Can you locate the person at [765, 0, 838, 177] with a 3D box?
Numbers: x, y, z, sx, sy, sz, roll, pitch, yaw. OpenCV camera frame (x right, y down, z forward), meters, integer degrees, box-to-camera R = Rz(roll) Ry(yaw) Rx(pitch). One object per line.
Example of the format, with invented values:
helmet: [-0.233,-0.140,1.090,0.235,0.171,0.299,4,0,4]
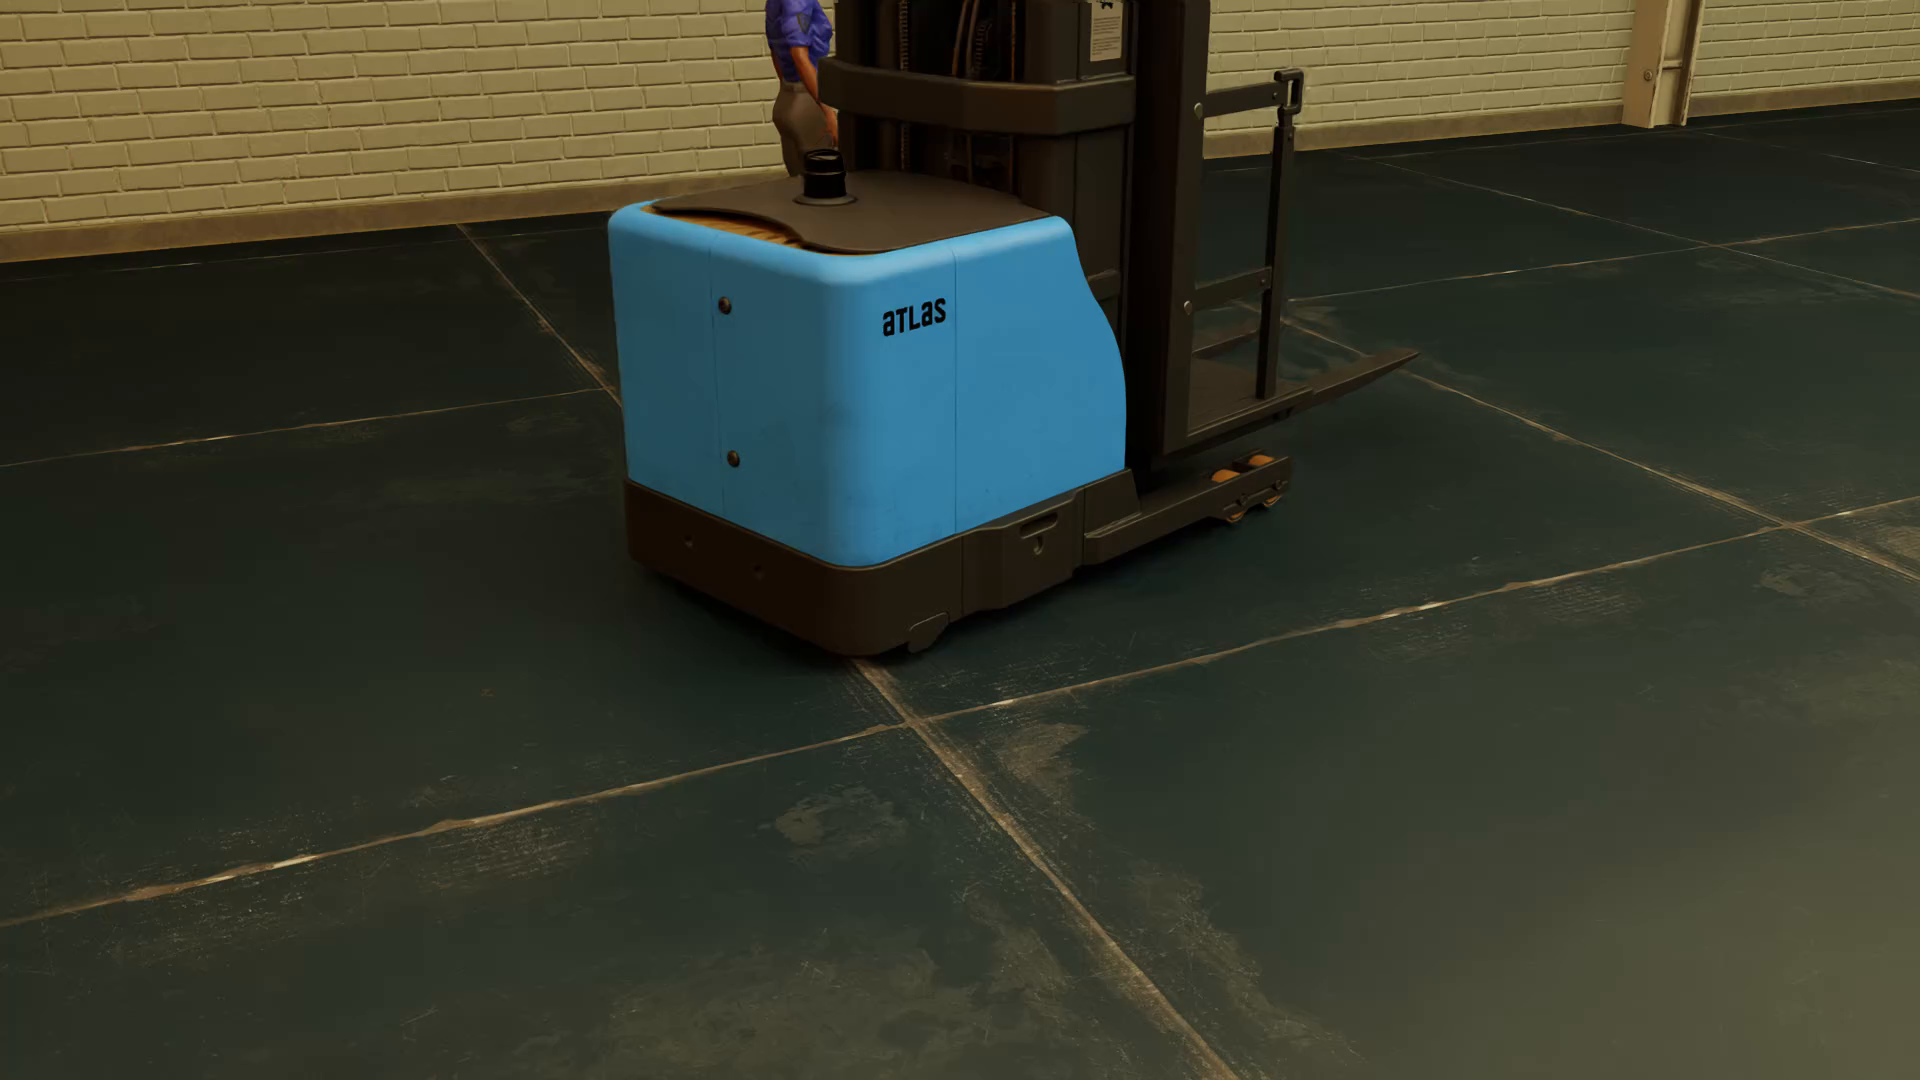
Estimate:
person: [-0.616,-1.943,7.625,0.491,1.660,0.586,-9,24,-21]

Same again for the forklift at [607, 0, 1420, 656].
forklift: [0.425,-1.531,4.971,1.130,2.935,3.031,21,30,40]
